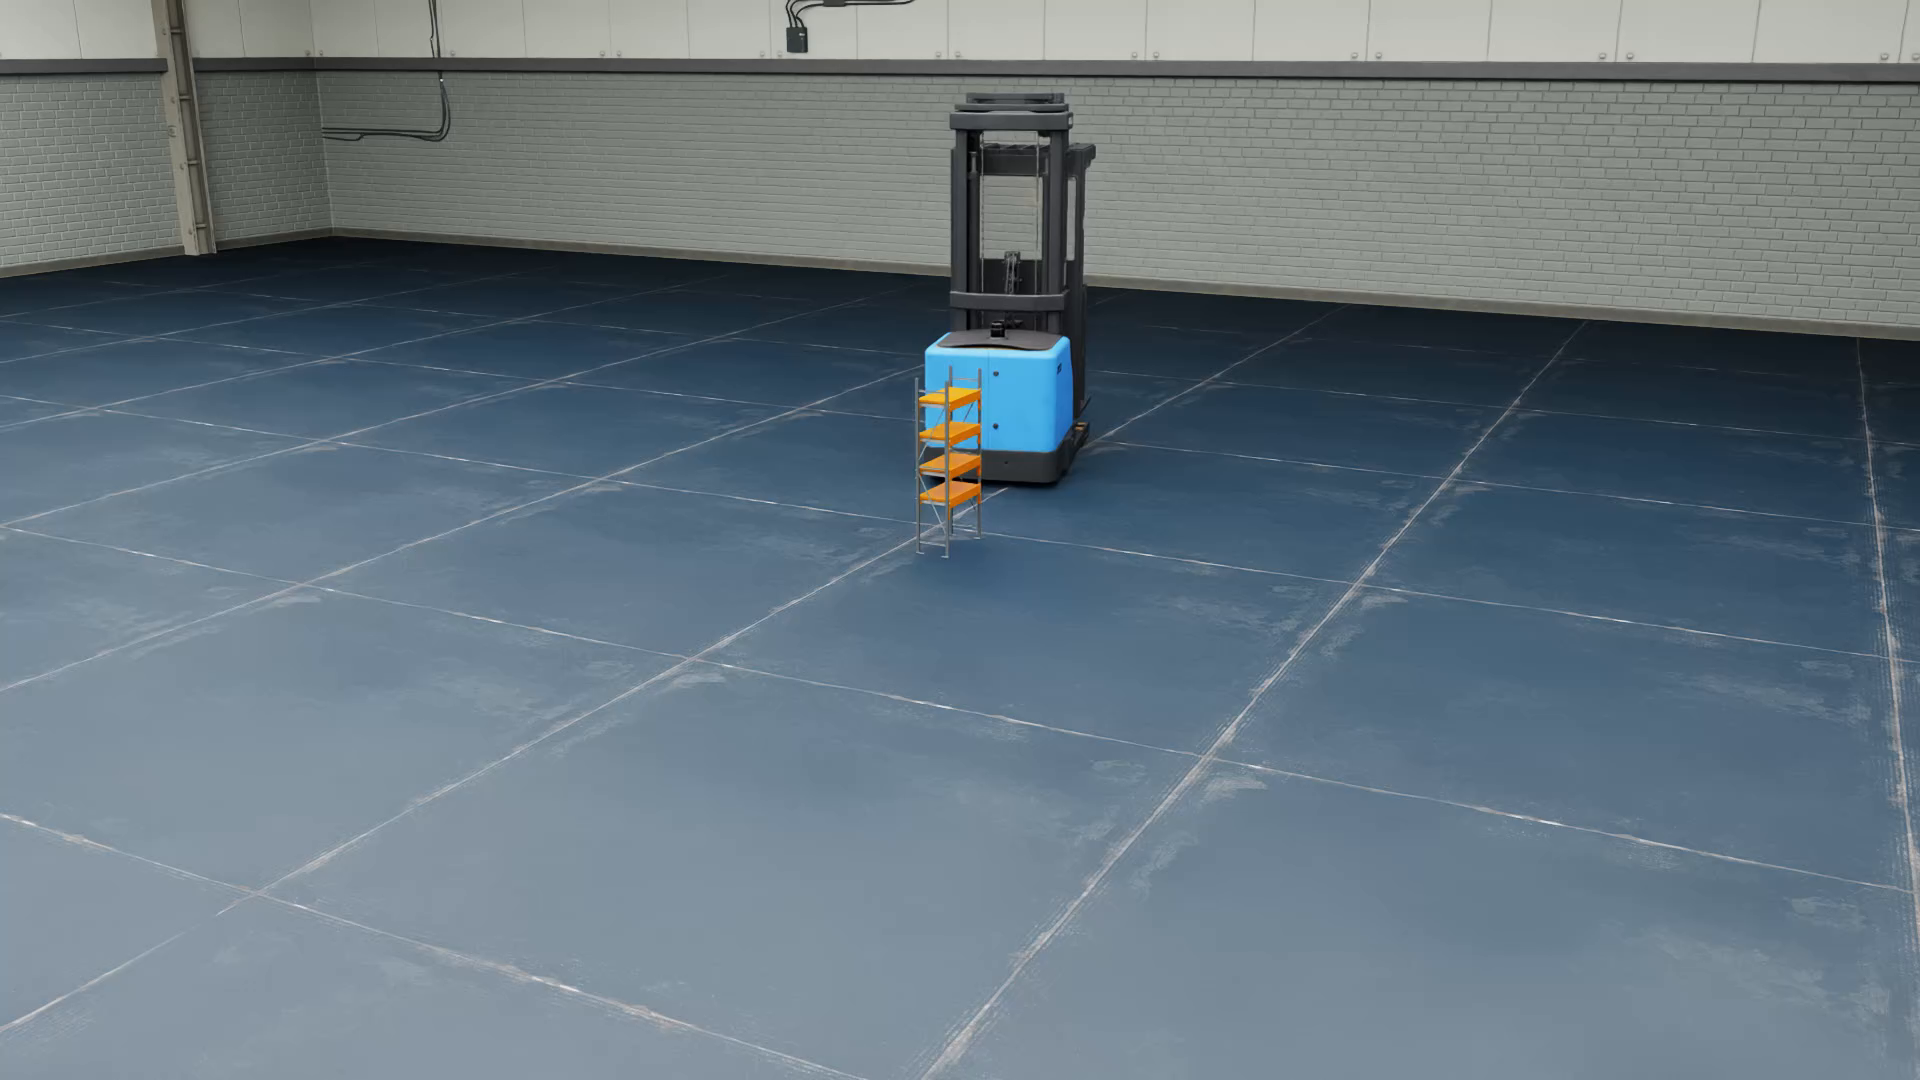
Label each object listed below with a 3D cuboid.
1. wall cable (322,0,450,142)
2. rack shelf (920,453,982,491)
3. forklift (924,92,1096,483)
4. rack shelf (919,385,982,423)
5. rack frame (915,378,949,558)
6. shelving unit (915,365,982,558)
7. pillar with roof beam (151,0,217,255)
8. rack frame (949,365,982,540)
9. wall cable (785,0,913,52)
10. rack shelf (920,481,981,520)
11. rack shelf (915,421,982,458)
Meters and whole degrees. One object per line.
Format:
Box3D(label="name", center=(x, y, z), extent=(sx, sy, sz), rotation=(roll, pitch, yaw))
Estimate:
Box3D(label="wall cable", center=(-10.029, -8.131, 28.549), extent=(3.097, 2.526, 0.112), rotation=(8, 18, 25))
Box3D(label="rack shelf", center=(-0.074, -0.469, 11.231), extent=(0.258, 0.148, 0.480), rotation=(8, 18, 25))
Box3D(label="forklift", center=(0.515, -2.222, 13.856), extent=(1.130, 2.935, 3.031), rotation=(3, 17, 11))
Box3D(label="rack shelf", center=(-0.074, -0.910, 11.100), extent=(0.258, 0.148, 0.480), rotation=(8, 18, 25))
Box3D(label="rack frame", center=(-0.183, -0.471, 11.002), extent=(0.240, 1.200, 0.015), rotation=(8, 18, 25))
Box3D(label="shelving unit", center=(-0.074, -0.533, 11.212), extent=(0.258, 1.200, 0.503), rotation=(8, 18, 25))
Box3D(label="pillar with roof beam", center=(-8.677, -8.490, 24.303), extent=(9.100, 9.000, 0.400), rotation=(8, 18, 25))
Box3D(label="rack frame", center=(0.035, -0.595, 11.421), extent=(0.240, 1.200, 0.015), rotation=(8, 18, 25))
Box3D(label="wall cable", center=(-1.543, -10.038, 23.542), extent=(2.305, 6.003, 0.169), rotation=(8, 18, 25))
Box3D(label="rack shelf", center=(-0.074, -0.278, 11.287), extent=(0.258, 0.148, 0.480), rotation=(8, 18, 25))
Box3D(label="rack shelf", center=(-0.074, -0.683, 11.167), extent=(0.258, 0.148, 0.480), rotation=(8, 18, 25))
